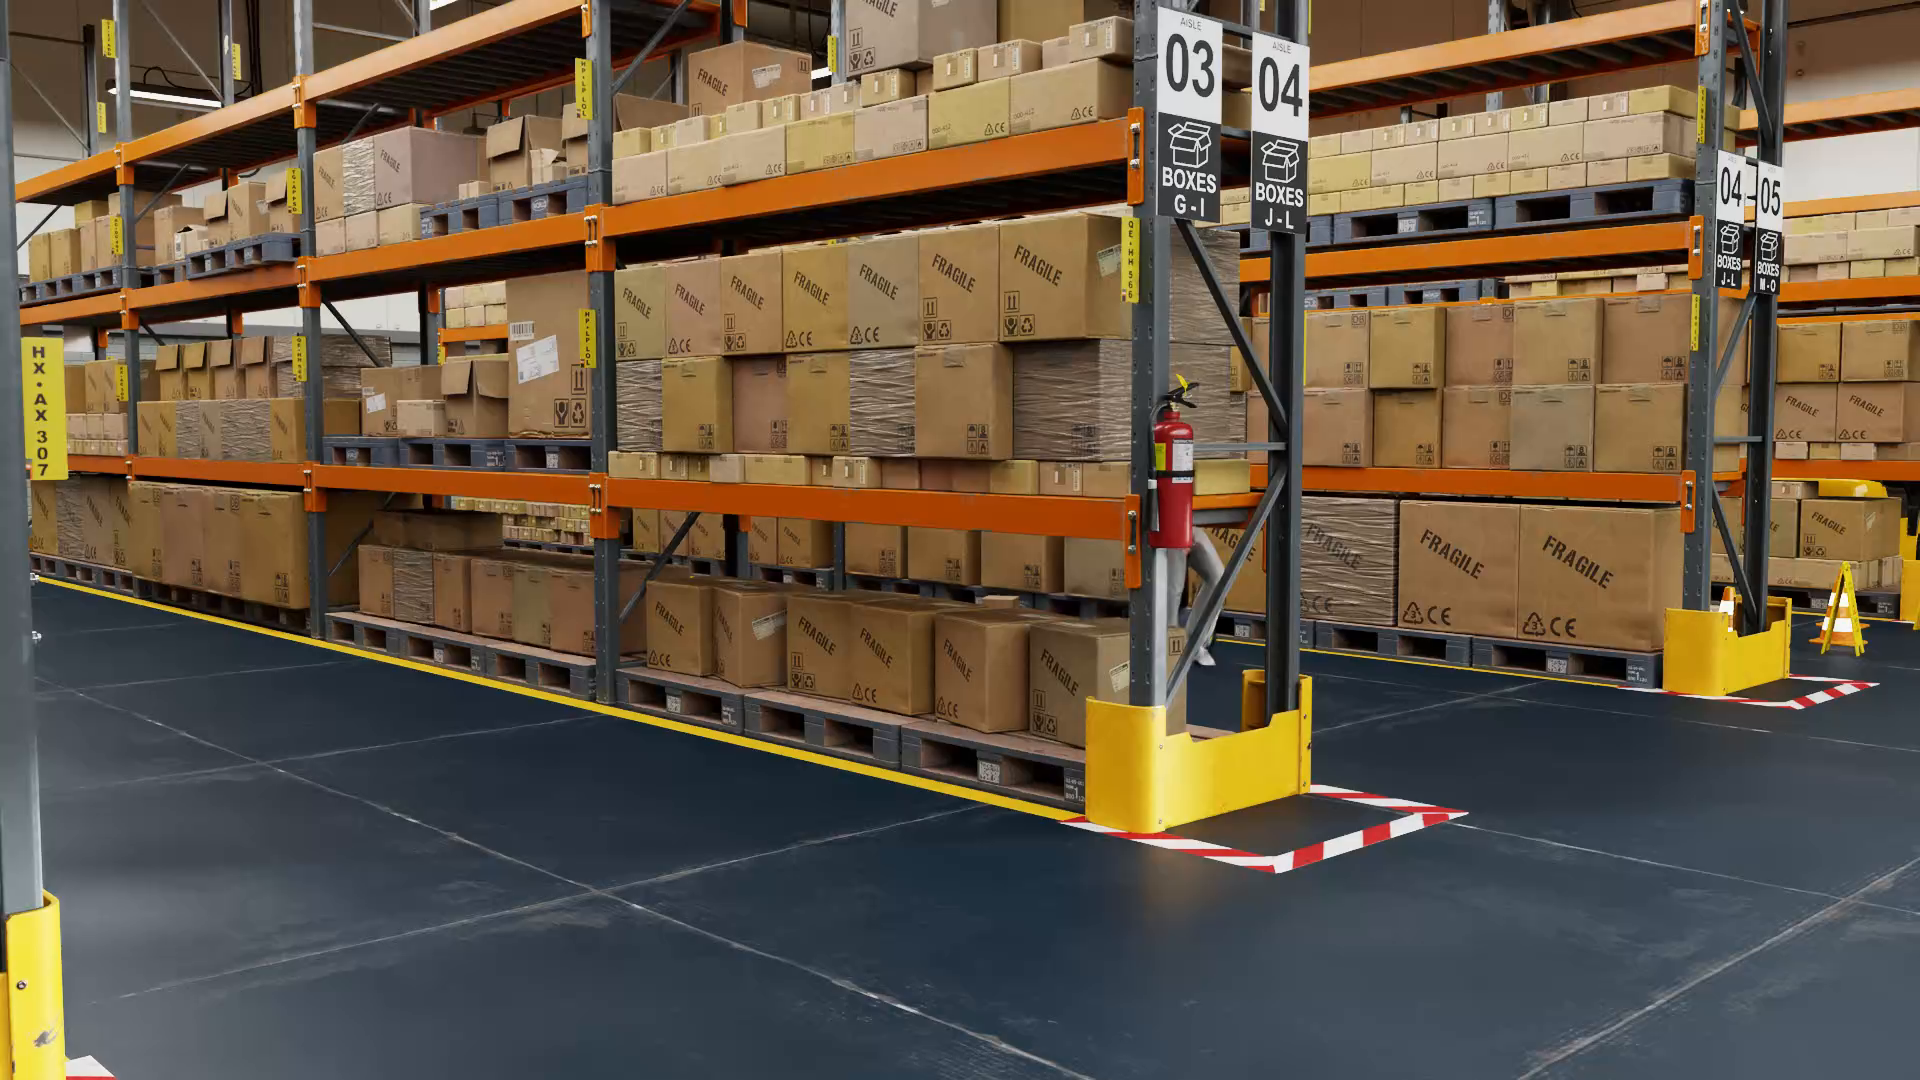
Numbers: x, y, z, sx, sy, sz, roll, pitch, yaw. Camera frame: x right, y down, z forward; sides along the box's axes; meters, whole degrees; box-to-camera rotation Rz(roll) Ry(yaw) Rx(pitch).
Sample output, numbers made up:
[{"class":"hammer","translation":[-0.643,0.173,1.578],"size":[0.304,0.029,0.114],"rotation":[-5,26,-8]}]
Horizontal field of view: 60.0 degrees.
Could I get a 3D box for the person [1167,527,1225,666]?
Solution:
[{"class":"person","translation":[1.485,0.004,11.006],"size":[0.488,1.707,0.445],"rotation":[3,5,40]}]
